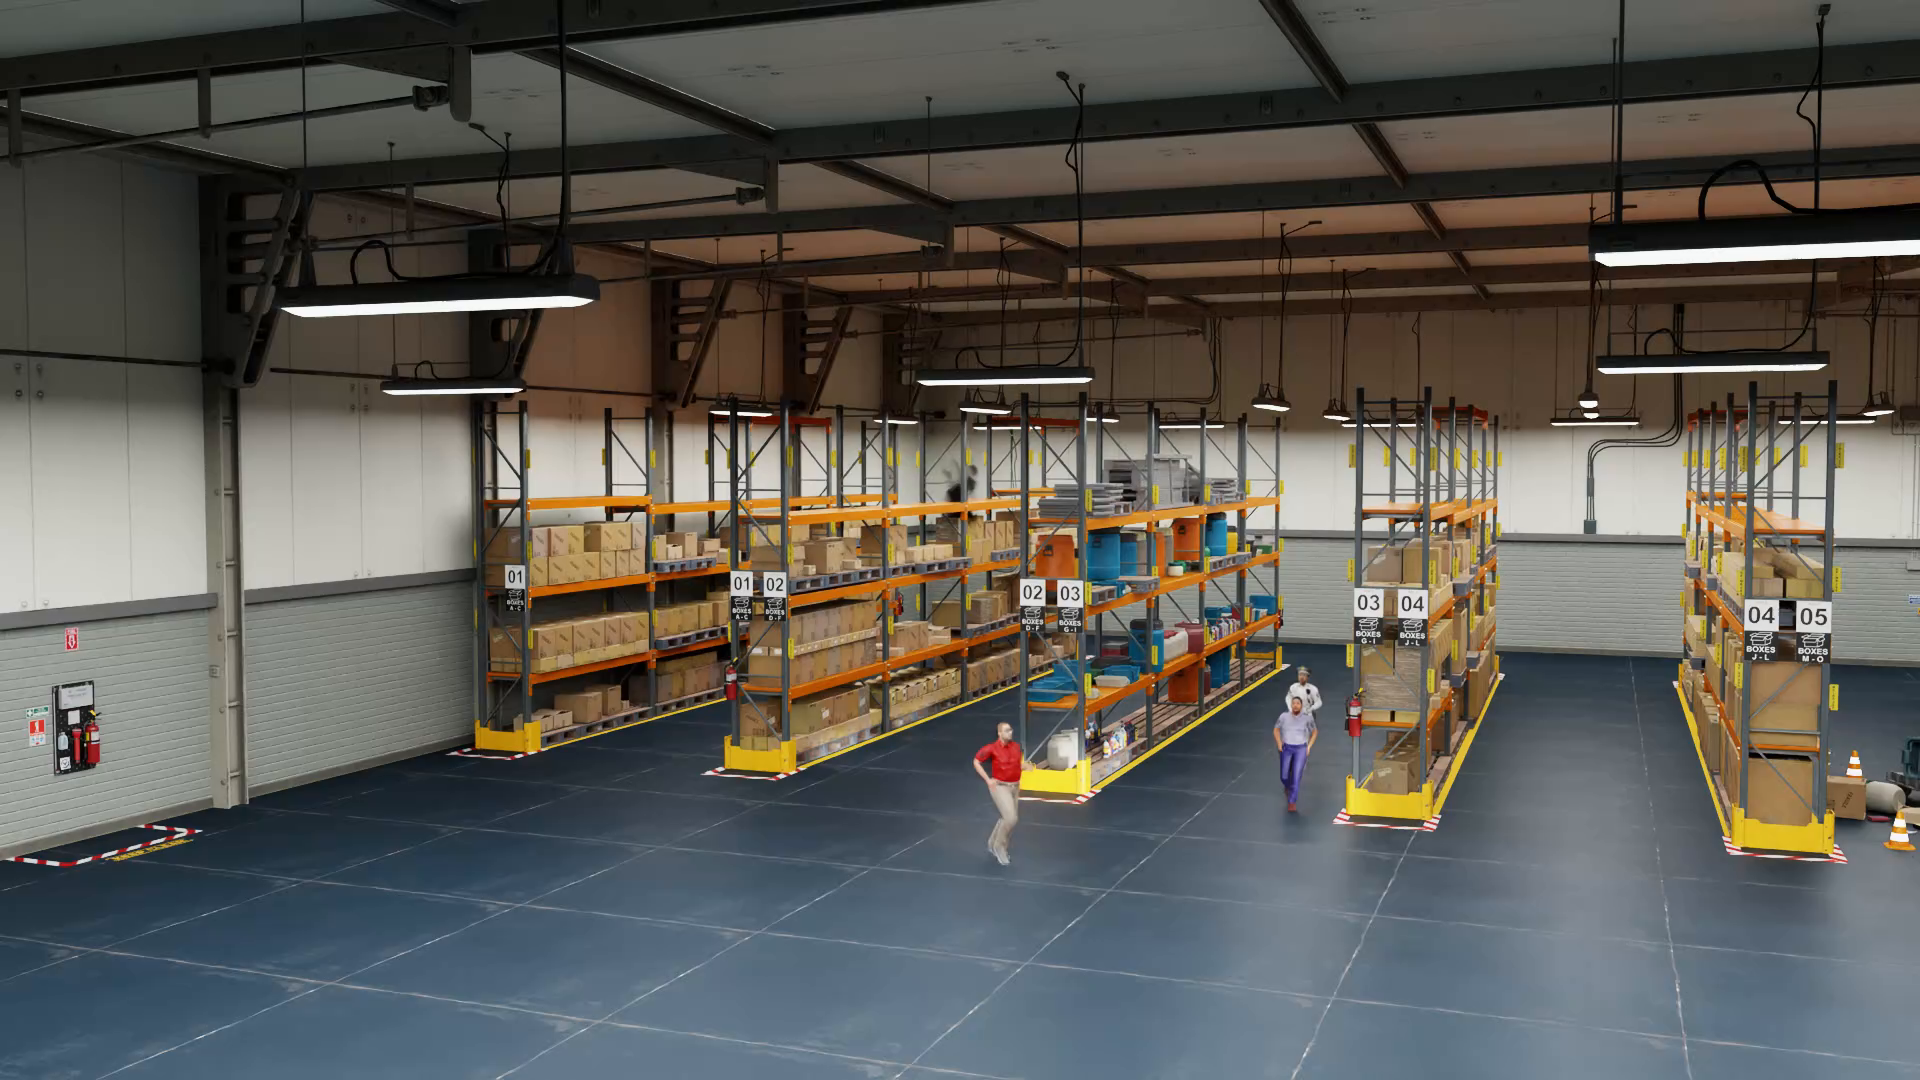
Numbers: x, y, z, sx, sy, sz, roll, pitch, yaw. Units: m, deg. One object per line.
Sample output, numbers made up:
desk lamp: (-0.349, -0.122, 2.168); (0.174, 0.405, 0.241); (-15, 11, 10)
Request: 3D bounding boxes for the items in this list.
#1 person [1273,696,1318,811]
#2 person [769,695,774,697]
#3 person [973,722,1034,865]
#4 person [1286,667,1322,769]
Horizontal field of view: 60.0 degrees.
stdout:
person: (4.798, 3.042, 23.850); (0.623, 1.598, 0.687); (1, 3, 18)
person: (-3.323, 2.747, 30.598); (0.531, 1.559, 0.549); (1, 3, 14)
person: (0.584, 3.157, 20.671); (0.716, 1.776, 0.642); (3, 4, 43)
person: (5.514, 2.869, 26.815); (0.617, 1.651, 0.543); (1, 3, 23)
